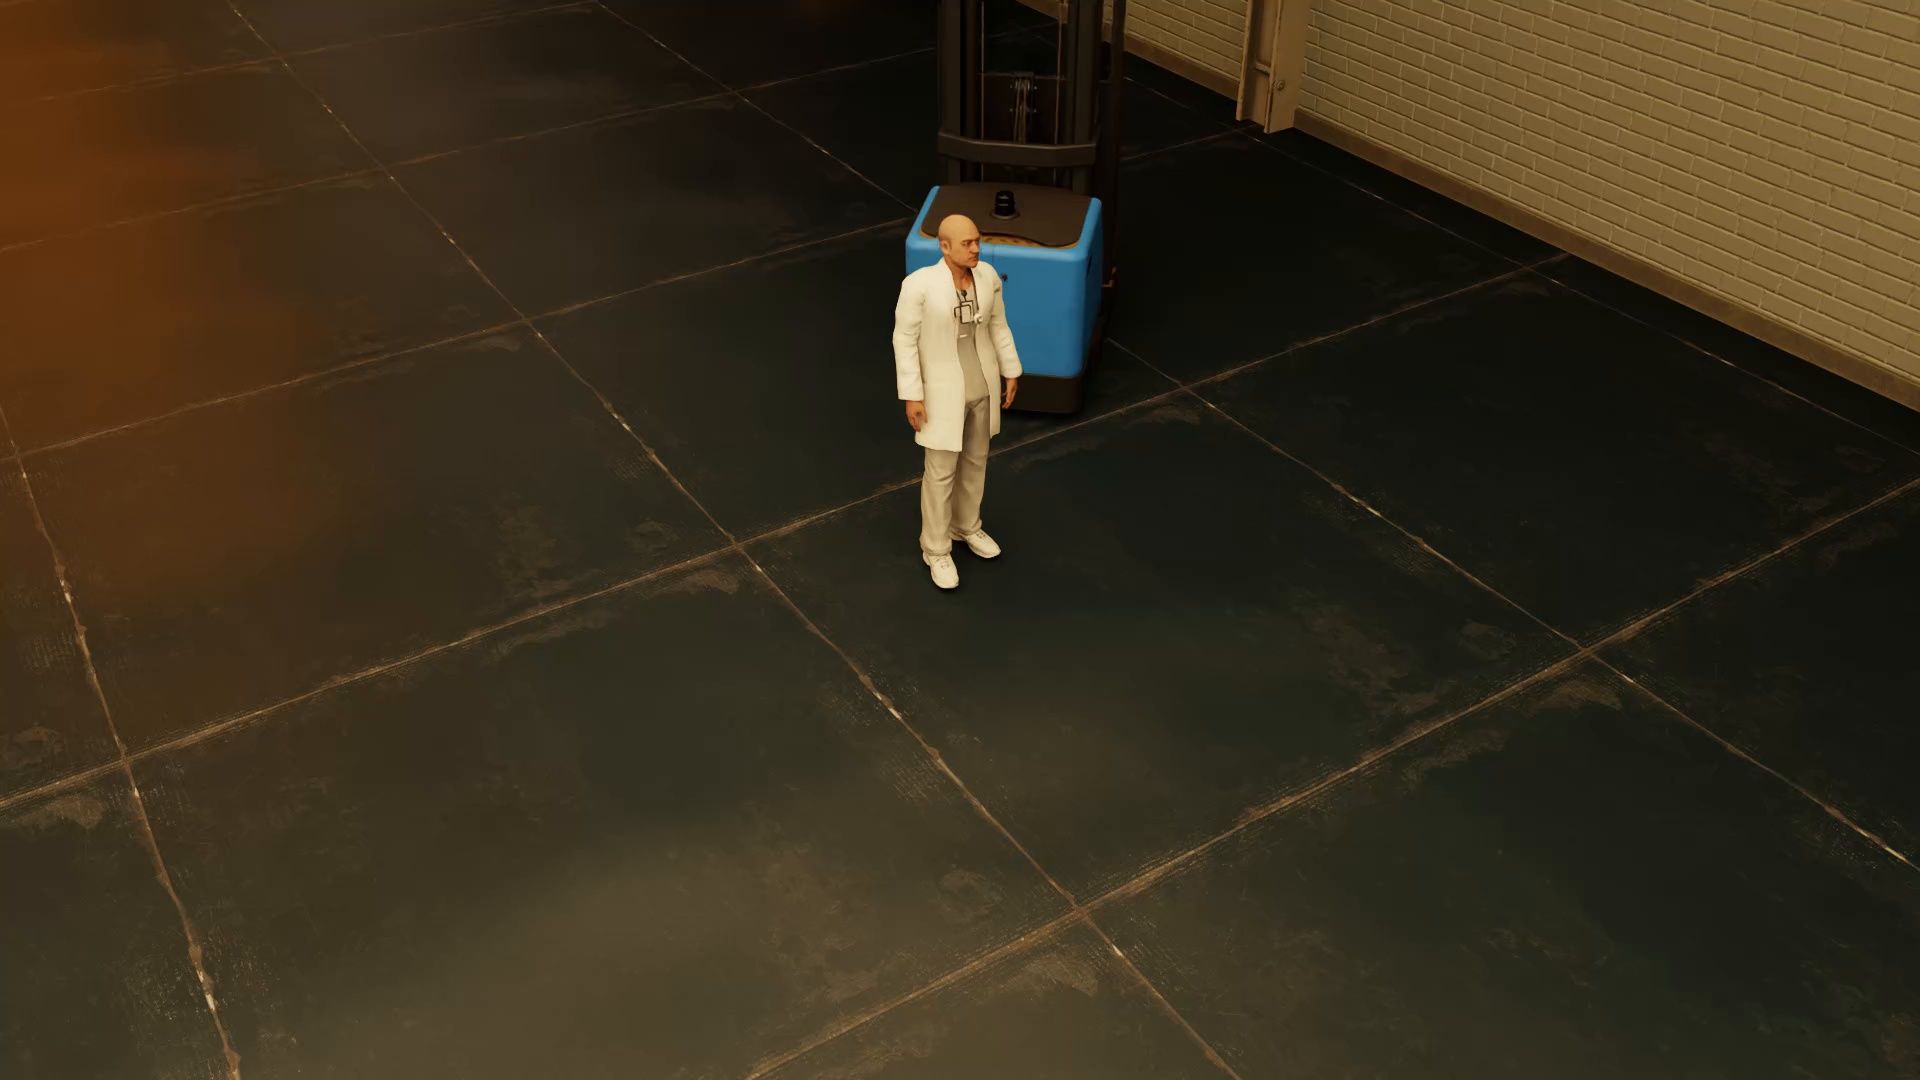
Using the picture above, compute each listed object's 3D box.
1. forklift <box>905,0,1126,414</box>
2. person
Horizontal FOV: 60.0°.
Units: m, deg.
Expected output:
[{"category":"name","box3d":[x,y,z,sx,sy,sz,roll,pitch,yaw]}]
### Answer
[{"category":"forklift","box3d":[0.455,-2.767,10.086,1.130,2.935,3.031,6,36,9]},{"category":"person","box3d":[0.047,-0.688,8.117,0.698,1.779,0.577,-21,40,-27]}]
